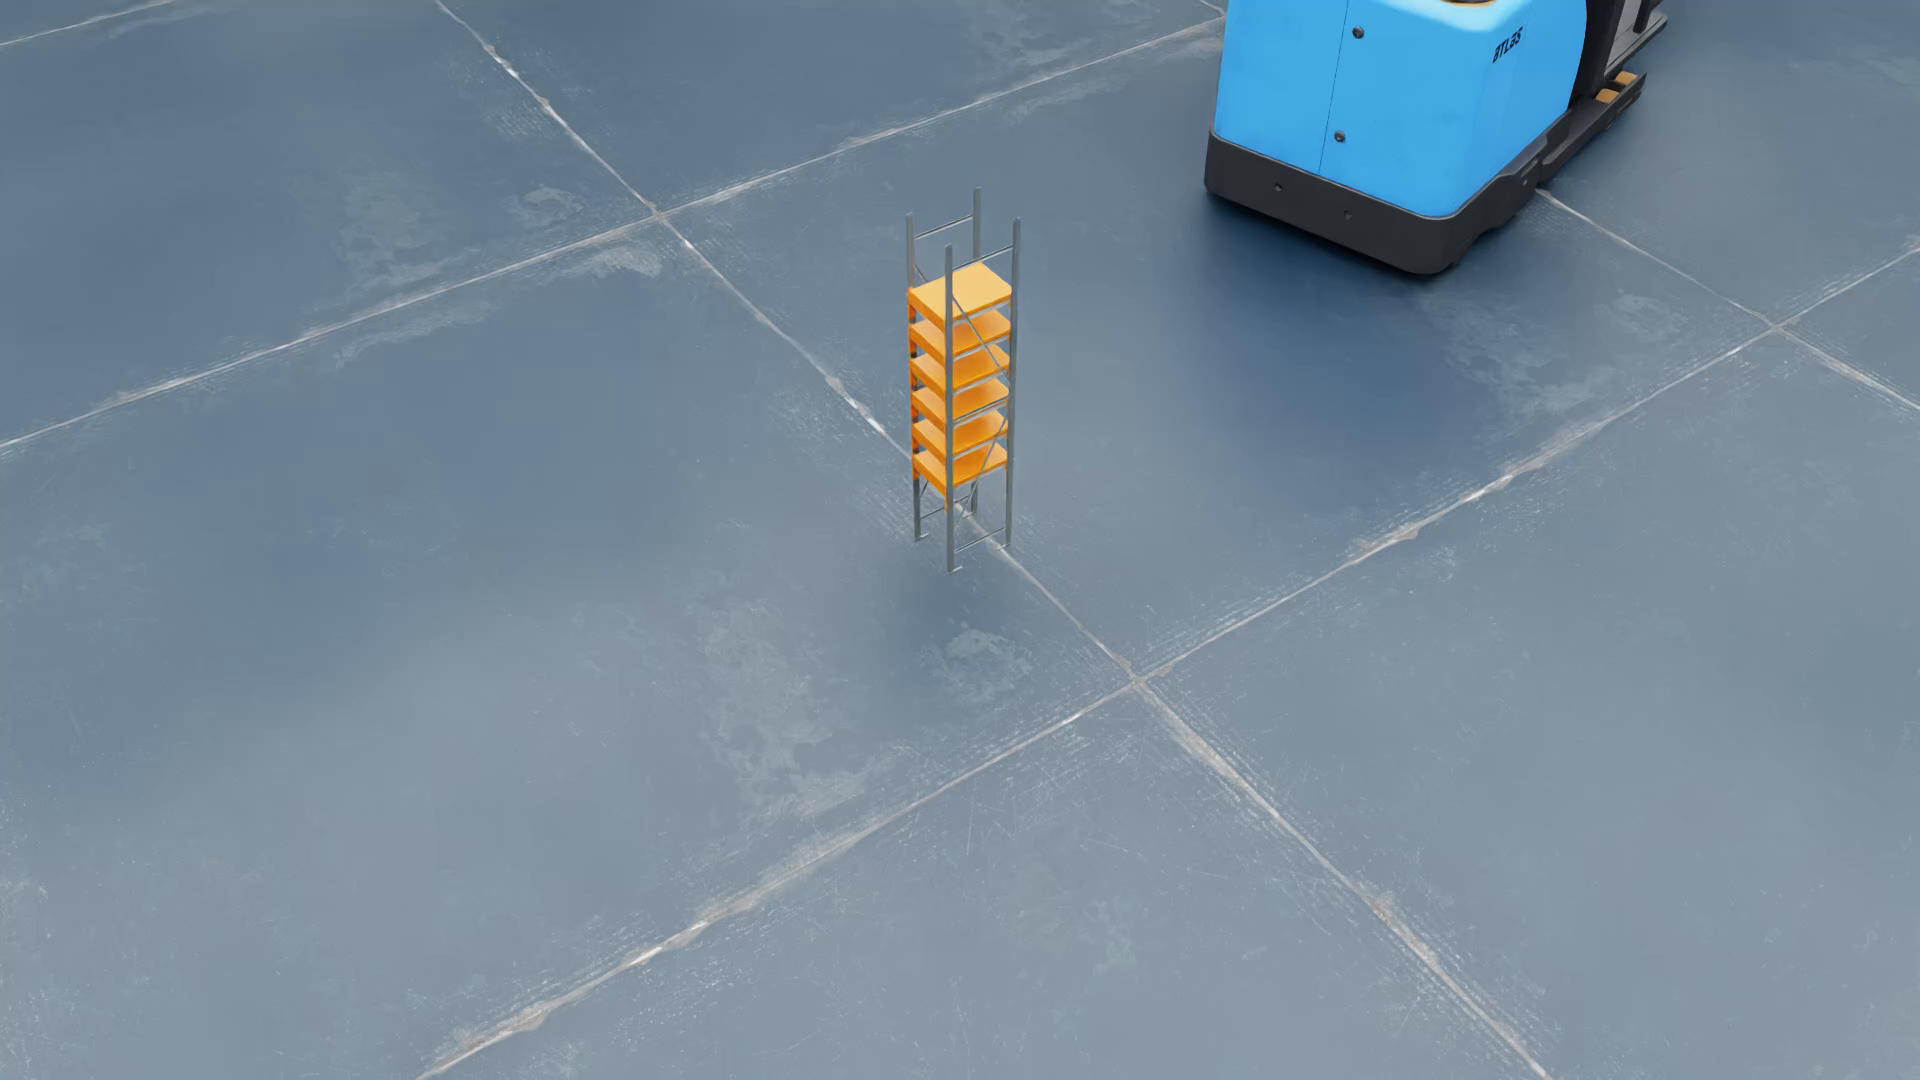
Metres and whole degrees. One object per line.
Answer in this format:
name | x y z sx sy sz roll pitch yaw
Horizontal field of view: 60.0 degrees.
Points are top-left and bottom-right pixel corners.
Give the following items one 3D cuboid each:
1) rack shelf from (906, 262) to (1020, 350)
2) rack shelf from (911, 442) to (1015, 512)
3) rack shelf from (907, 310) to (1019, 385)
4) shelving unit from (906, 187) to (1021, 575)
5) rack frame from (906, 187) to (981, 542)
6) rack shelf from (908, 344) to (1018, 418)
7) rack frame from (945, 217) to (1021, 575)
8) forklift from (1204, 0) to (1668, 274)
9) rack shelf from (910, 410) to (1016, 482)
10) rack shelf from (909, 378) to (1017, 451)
rack shelf | 0.008 -0.654 4.609 0.258 0.103 0.180 -26 49 -24
rack shelf | 0.008 -0.220 5.024 0.258 0.103 0.180 -26 49 -24
rack shelf | 0.008 -0.567 4.692 0.258 0.103 0.180 -26 49 -24
shelving unit | 0.008 -0.426 4.827 0.258 1.200 0.189 -26 49 -24
rack frame | -0.044 -0.478 4.881 0.240 1.200 0.006 -26 49 -24
rack shelf | 0.008 -0.480 4.775 0.258 0.103 0.180 -26 49 -24
rack frame | 0.061 -0.374 4.773 0.240 1.200 0.006 -26 49 -24
forklift | 2.292 -3.004 6.274 1.130 2.935 3.031 29 51 27
rack shelf | 0.008 -0.307 4.941 0.258 0.103 0.180 -26 49 -24
rack shelf | 0.008 -0.394 4.858 0.258 0.103 0.180 -26 49 -24
